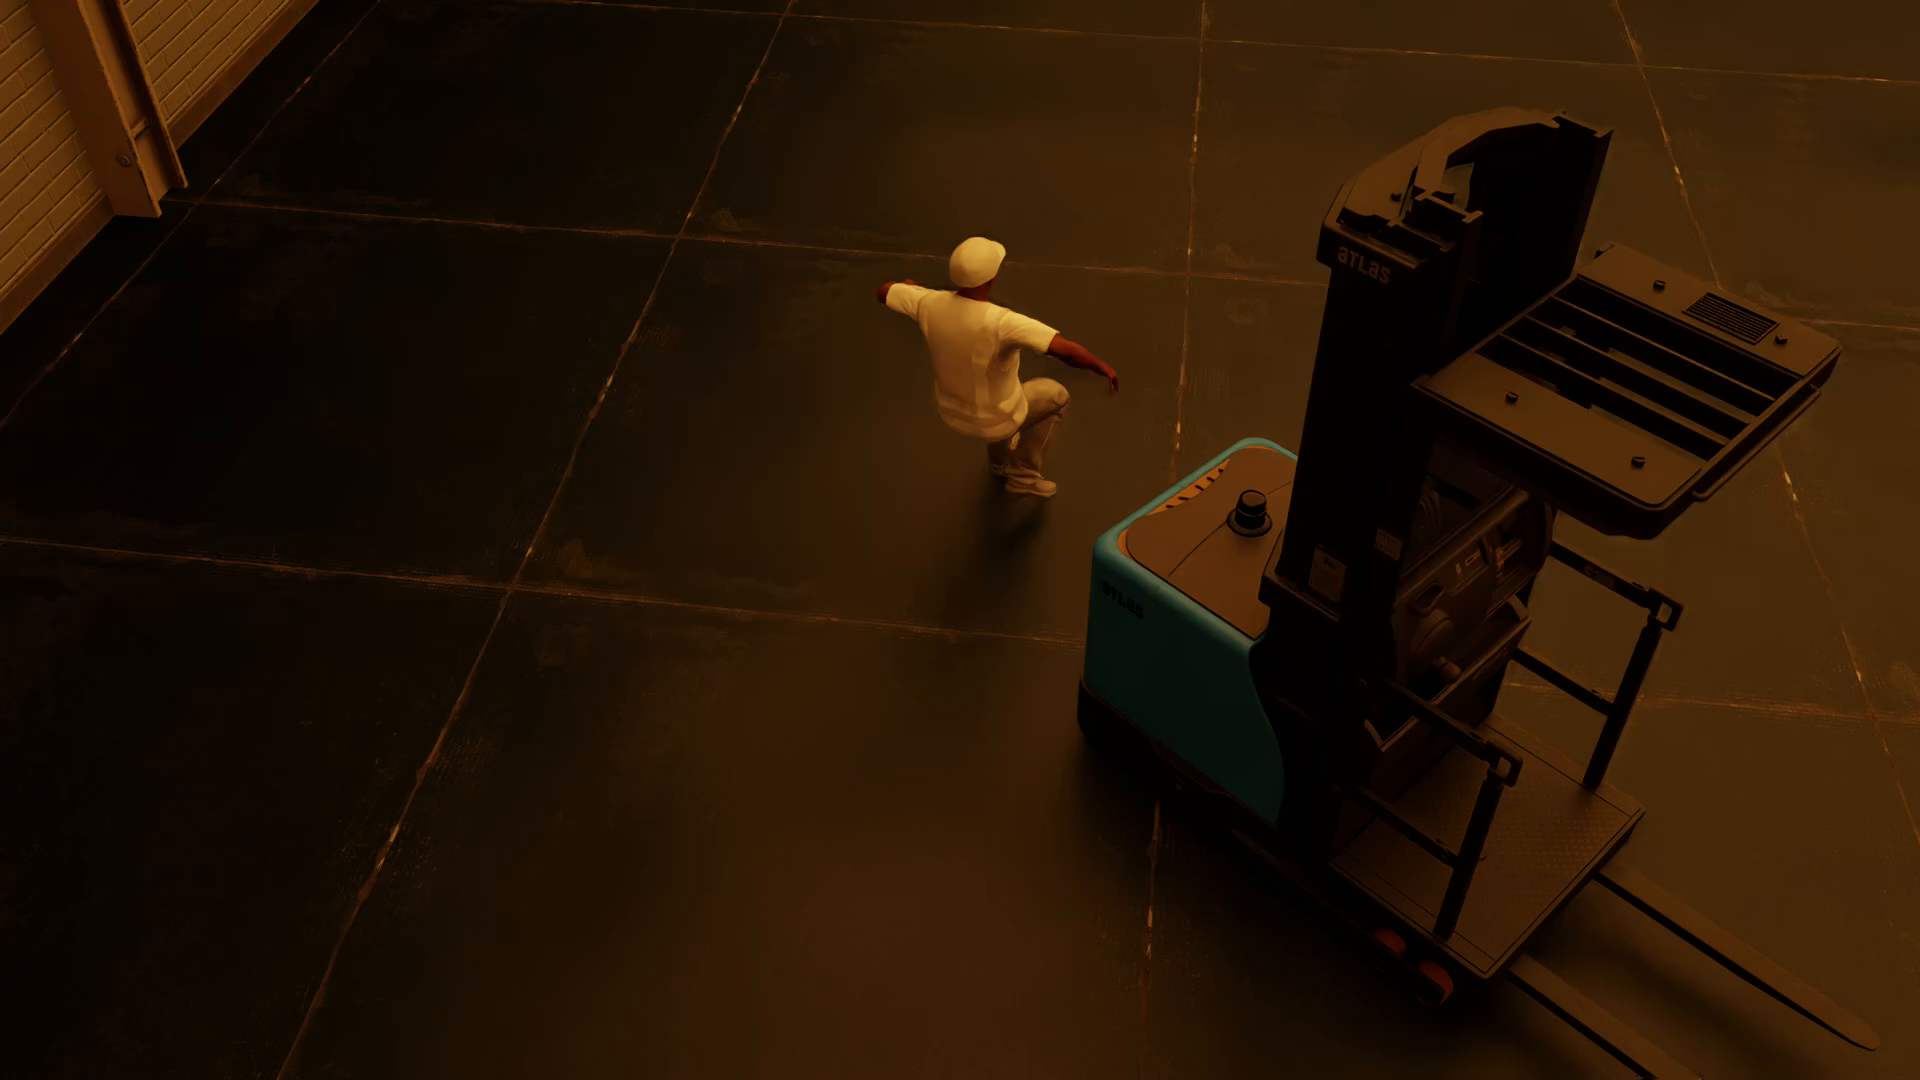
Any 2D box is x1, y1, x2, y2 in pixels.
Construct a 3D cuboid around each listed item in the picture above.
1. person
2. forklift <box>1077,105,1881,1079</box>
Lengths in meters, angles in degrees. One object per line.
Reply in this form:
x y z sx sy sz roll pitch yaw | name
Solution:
0.198 -0.787 7.593 1.242 1.576 0.851 24 48 24 | person
1.871 0.213 5.492 1.130 2.935 3.031 -33 52 -31 | forklift
